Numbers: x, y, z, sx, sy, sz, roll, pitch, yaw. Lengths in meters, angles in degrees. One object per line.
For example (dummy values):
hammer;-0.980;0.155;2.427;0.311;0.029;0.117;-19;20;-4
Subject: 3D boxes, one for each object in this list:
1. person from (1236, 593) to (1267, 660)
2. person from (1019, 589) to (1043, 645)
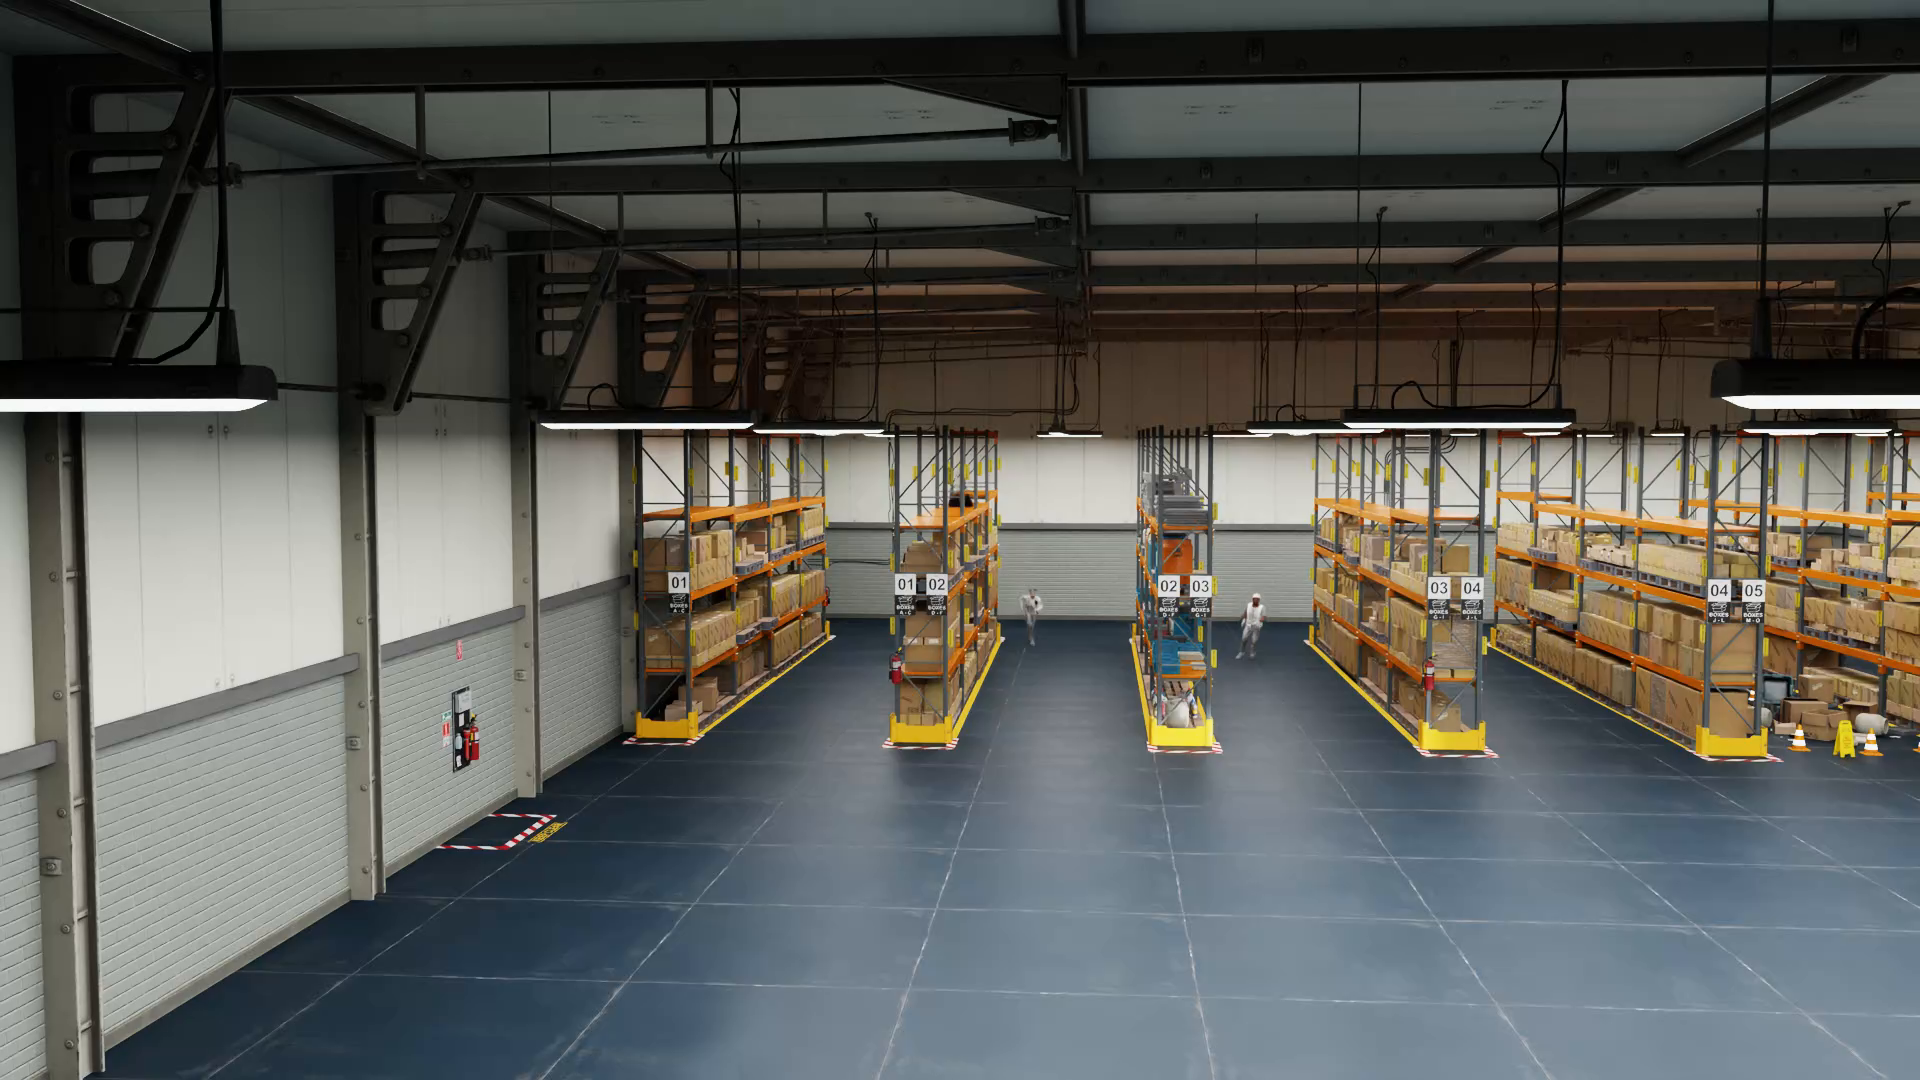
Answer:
person;7.572;2.236;43.098;0.762;1.724;0.801;1;4;23
person;1.997;2.145;46.825;0.653;1.631;0.942;0;3;-3
